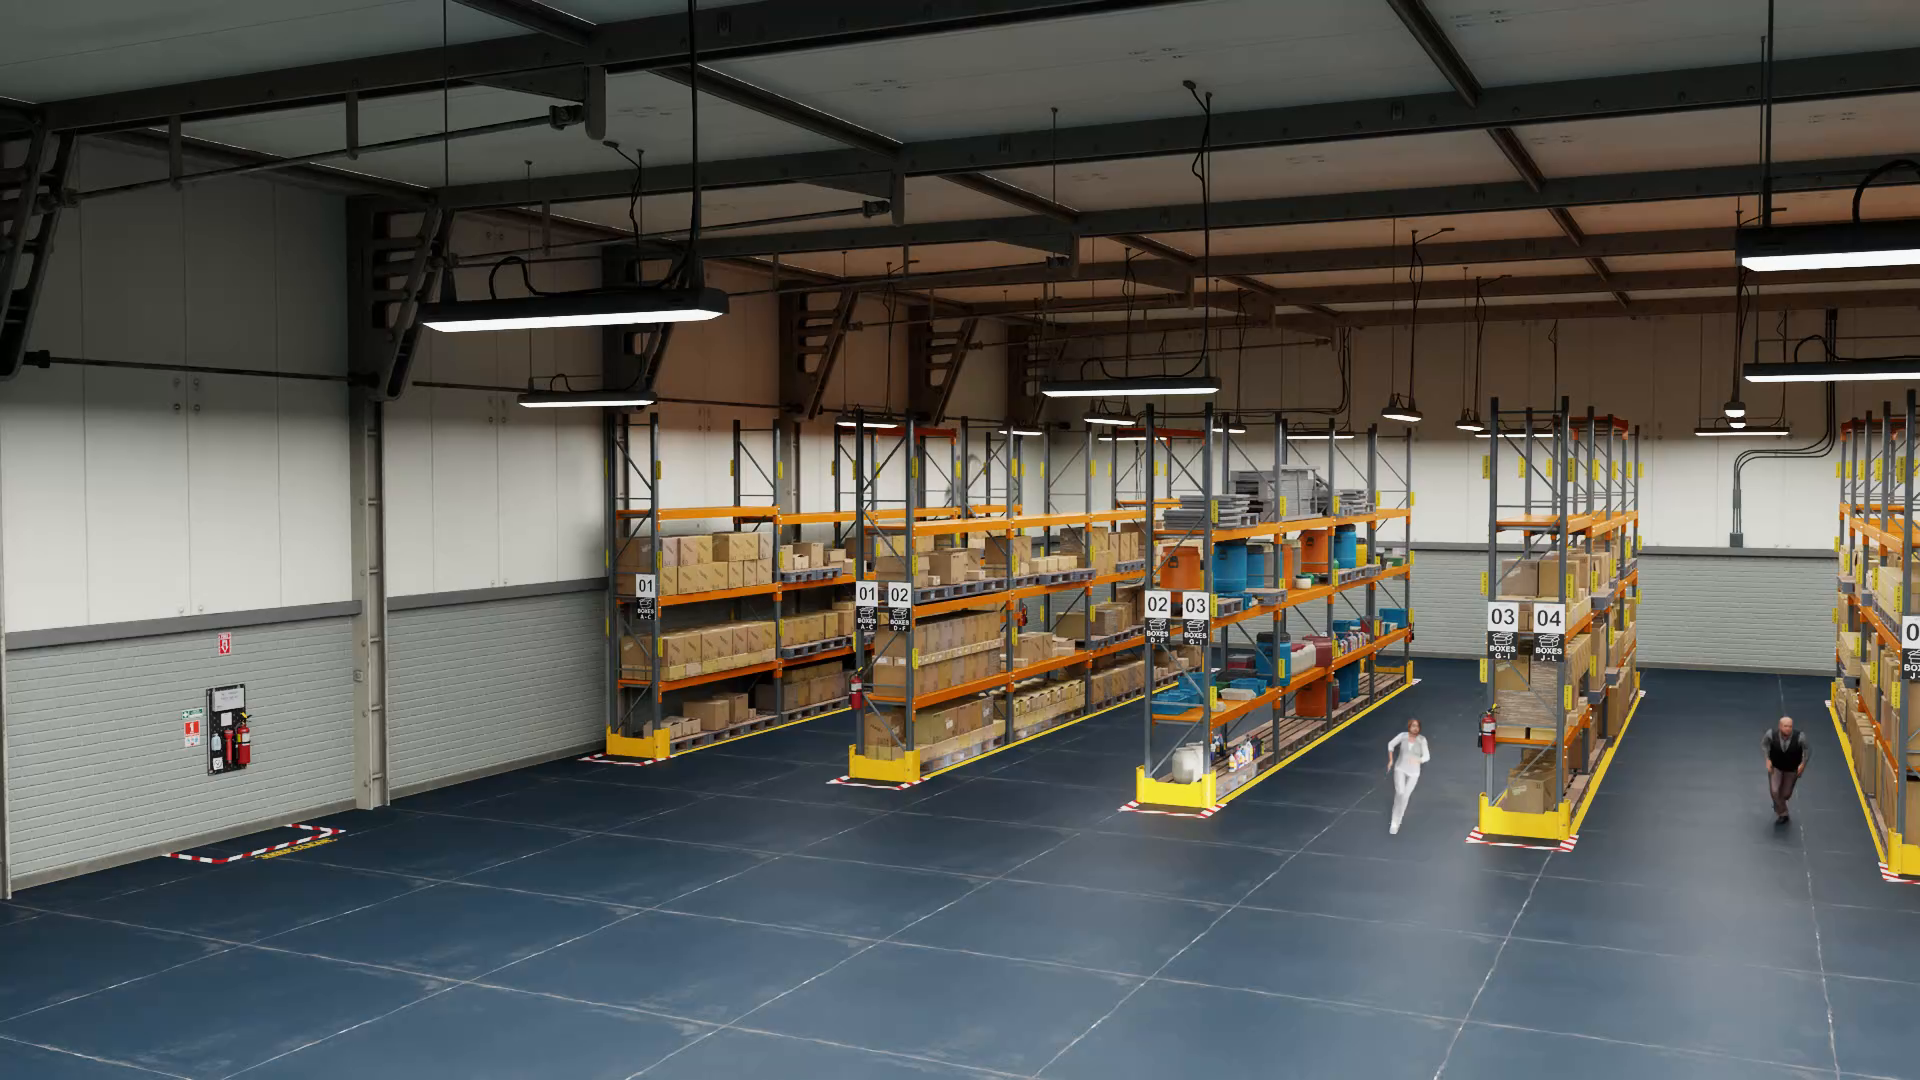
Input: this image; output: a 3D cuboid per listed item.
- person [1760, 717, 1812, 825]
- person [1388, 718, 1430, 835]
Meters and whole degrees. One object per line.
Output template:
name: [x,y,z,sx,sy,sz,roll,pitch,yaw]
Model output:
person: [11.731,3.245,23.644,0.666,1.562,0.994,1,3,25]
person: [6.221,3.242,23.066,0.548,1.578,0.682,0,2,10]
